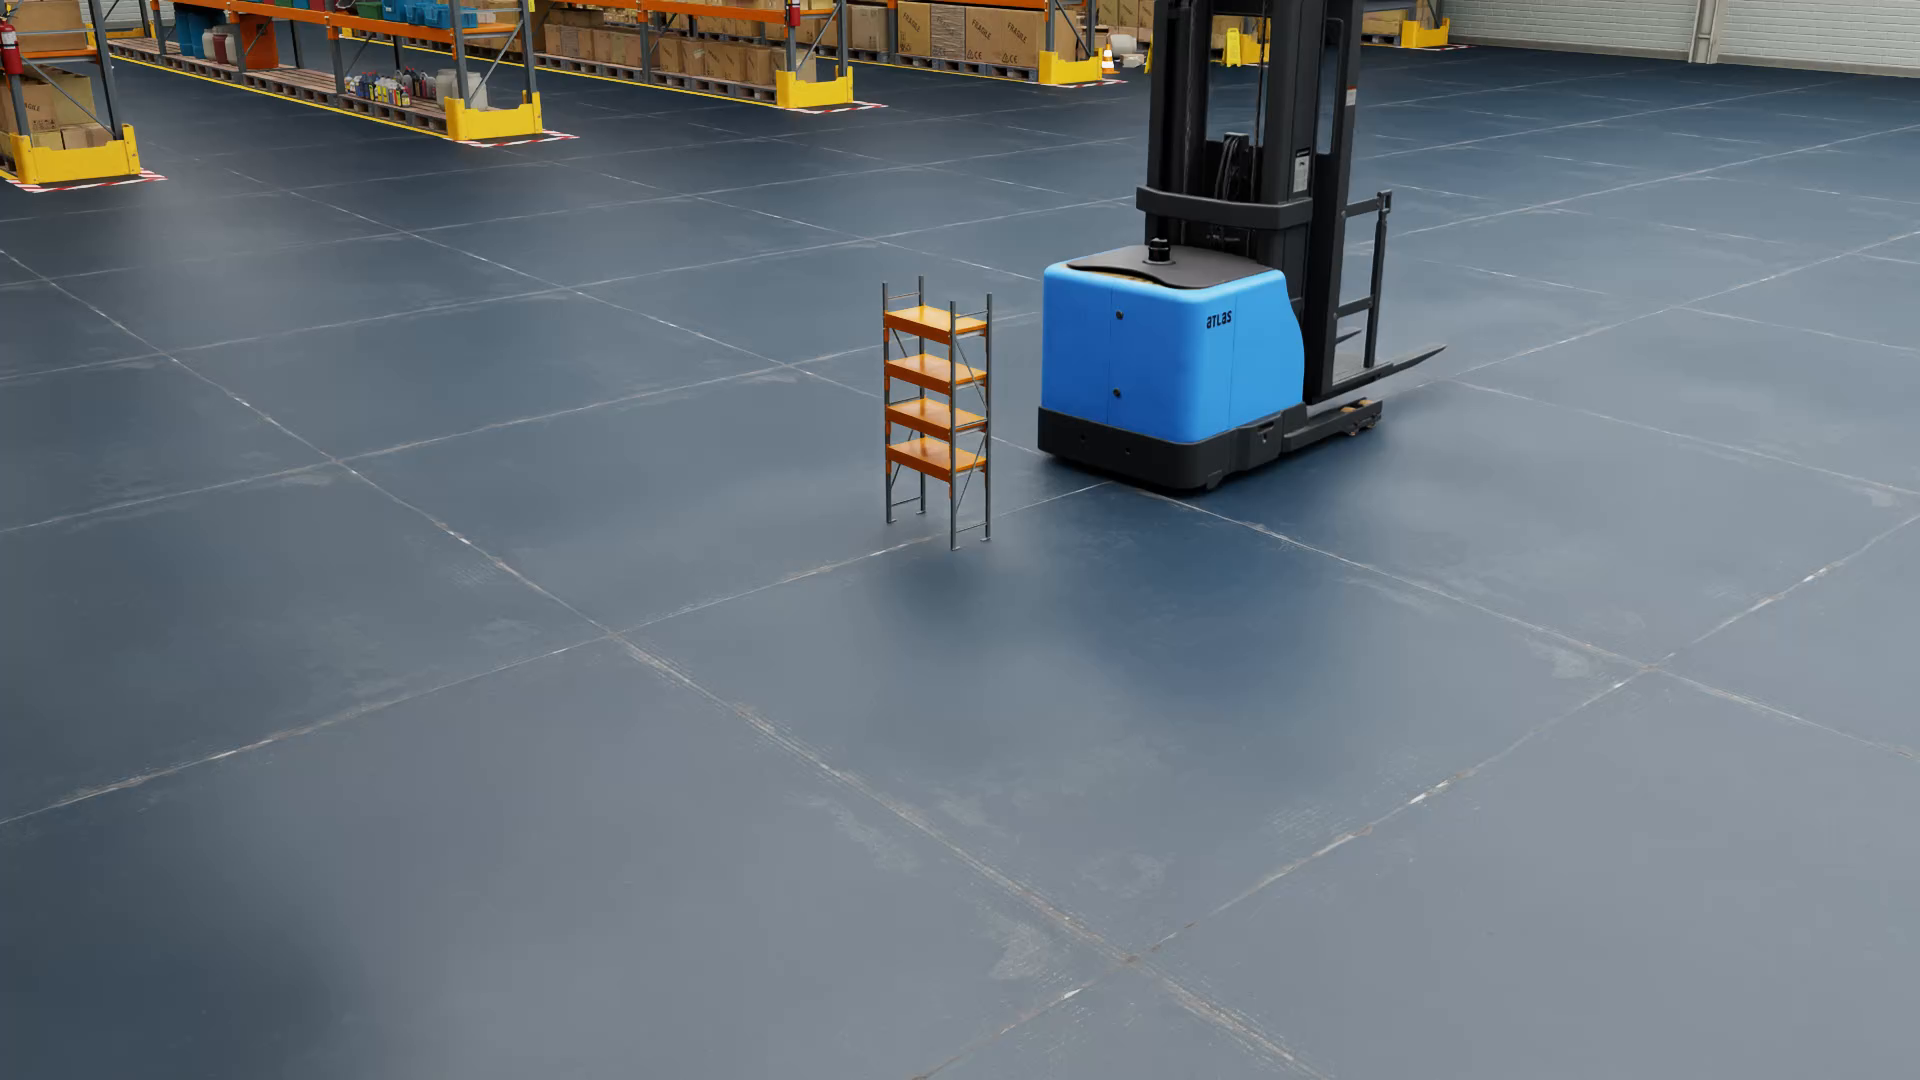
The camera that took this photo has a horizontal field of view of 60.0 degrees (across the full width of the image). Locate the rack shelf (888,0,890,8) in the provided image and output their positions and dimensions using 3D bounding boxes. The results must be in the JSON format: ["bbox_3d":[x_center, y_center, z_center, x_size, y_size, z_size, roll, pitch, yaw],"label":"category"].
[{"bbox_3d":[-2.139,-10.175,30.836,1.077,0.370,4.000,-17,27,-37],"label":"rack shelf"}]

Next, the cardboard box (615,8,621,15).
[{"bbox_3d":[-7.306,-11.565,36.322,0.380,0.149,0.250,-19,28,-40],"label":"cardboard box"}]

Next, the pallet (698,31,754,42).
[{"bbox_3d":[-4.745,-10.317,34.036,1.003,0.211,1.213,-17,27,-37],"label":"pallet"}]

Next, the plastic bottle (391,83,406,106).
[{"bbox_3d":[-7.473,-5.936,22.159,0.152,0.276,0.135,-17,27,-37],"label":"plastic bottle"}]

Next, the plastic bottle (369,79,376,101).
[{"bbox_3d":[-7.997,-6.136,22.659,0.061,0.283,0.133,-16,26,-35],"label":"plastic bottle"}]

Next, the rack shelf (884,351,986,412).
[{"bbox_3d":[-0.108,-0.750,7.825,0.258,0.148,0.480,-17,27,-37],"label":"rack shelf"}]

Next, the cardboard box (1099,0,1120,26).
[{"bbox_3d":[3.031,-10.201,32.082,0.500,0.500,0.500,-16,26,-35],"label":"cardboard box"}]

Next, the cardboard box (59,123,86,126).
[{"bbox_3d":[-10.064,-4.596,18.800,0.500,0.250,0.500,-17,27,-37],"label":"cardboard box"}]

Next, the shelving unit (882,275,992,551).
[{"bbox_3d":[-0.108,-0.604,7.882,0.258,1.200,0.503,-17,27,-37],"label":"shelving unit"}]

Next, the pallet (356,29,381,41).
[{"bbox_3d":[-11.909,-10.619,34.808,1.003,0.211,1.213,-17,27,-37],"label":"pallet"}]

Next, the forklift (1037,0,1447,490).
[{"bbox_3d":[1.800,-2.073,9.257,1.130,2.935,3.031,19,28,40],"label":"forklift"}]

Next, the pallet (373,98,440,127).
[{"bbox_3d":[-7.202,-5.794,22.489,1.003,0.211,1.213,-17,27,-37],"label":"pallet"}]

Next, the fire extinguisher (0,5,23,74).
[{"bbox_3d":[-9.828,-5.163,17.159,0.296,0.674,0.183,-17,27,-37],"label":"fire extinguisher"}]

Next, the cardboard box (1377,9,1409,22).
[{"bbox_3d":[8.665,-10.449,33.059,0.500,0.250,0.500,-18,28,-38],"label":"cardboard box"}]

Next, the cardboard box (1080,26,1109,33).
[{"bbox_3d":[2.519,-9.381,31.246,0.500,0.500,0.500,0,21,-1],"label":"cardboard box"}]

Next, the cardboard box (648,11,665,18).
[{"bbox_3d":[-6.502,-11.186,35.355,0.380,0.149,0.250,-17,27,-36],"label":"cardboard box"}]

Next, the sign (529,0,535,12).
[{"bbox_3d":[-5.378,-6.779,20.799,0.100,0.325,0.005,-17,27,-37],"label":"sign"}]

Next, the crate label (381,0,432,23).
[{"bbox_3d":[-7.204,-6.981,21.646,0.502,0.435,0.616,-17,27,-37],"label":"crate label"}]

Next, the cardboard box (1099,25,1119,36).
[{"bbox_3d":[3.031,-9.852,32.218,0.500,0.250,0.500,-19,28,-40],"label":"cardboard box"}]

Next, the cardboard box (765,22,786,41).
[{"bbox_3d":[-3.115,-10.021,31.965,1.050,0.750,0.750,-18,28,-38],"label":"cardboard box"}]

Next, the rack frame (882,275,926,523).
[{"bbox_3d":[-0.267,-0.672,8.054,0.240,1.200,0.015,-17,27,-37],"label":"rack frame"}]

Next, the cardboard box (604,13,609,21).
[{"bbox_3d":[-7.747,-11.566,36.734,0.380,0.149,0.250,-19,28,-40],"label":"cardboard box"}]

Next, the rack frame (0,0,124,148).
[{"bbox_3d":[-9.553,-5.342,17.511,1.000,3.000,0.127,-17,27,-37],"label":"rack frame"}]

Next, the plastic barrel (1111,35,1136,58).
[{"bbox_3d":[2.967,-9.069,30.559,0.512,0.421,0.421,0,21,-1],"label":"plastic barrel"}]

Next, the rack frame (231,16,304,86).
[{"bbox_3d":[-11.020,-8.731,26.162,1.000,3.000,0.127,-17,27,-37],"label":"rack frame"}]

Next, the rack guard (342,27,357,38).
[{"bbox_3d":[-12.505,-10.963,35.288,1.175,0.500,0.348,-17,27,-37],"label":"rack guard"}]

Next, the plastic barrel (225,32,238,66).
[{"bbox_3d":[-11.789,-8.034,27.218,0.421,0.512,0.421,0,21,0],"label":"plastic barrel"}]

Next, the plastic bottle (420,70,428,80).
[{"bbox_3d":[-7.434,-6.345,23.101,0.144,0.351,0.185,-18,27,-38],"label":"plastic bottle"}]

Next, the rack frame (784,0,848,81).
[{"bbox_3d":[-2.046,-7.700,23.529,1.000,3.000,0.127,-17,27,-37],"label":"rack frame"}]

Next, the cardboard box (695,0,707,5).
[{"bbox_3d":[-3.755,-8.145,25.012,0.380,0.149,0.250,-17,27,-37],"label":"cardboard box"}]

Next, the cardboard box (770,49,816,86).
[{"bbox_3d":[-2.441,-6.908,24.359,0.500,0.500,0.500,-12,24,-28],"label":"cardboard box"}]

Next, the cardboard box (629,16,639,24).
[{"bbox_3d":[-6.897,-11.212,35.831,0.380,0.149,0.250,-19,28,-39],"label":"cardboard box"}]

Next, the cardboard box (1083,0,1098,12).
[{"bbox_3d":[3.240,-12.690,39.121,0.500,0.500,0.500,-18,28,-38],"label":"cardboard box"}]

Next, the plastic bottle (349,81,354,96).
[{"bbox_3d":[-8.467,-6.307,23.207,0.097,0.201,0.097,0,21,0],"label":"plastic bottle"}]

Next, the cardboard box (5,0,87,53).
[{"bbox_3d":[-9.848,-5.521,17.830,0.700,0.500,0.500,-17,27,-37],"label":"cardboard box"}]

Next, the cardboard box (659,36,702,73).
[{"bbox_3d":[-4.426,-7.716,26.423,0.500,0.500,0.500,-18,28,-39],"label":"cardboard box"}]

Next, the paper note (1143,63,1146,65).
[{"bbox_3d":[3.337,-8.463,29.551,0.142,0.019,0.148,12,24,27],"label":"paper note"}]

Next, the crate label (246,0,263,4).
[{"bbox_3d":[-10.576,-8.408,25.290,0.502,0.435,0.616,-17,27,-37],"label":"crate label"}]

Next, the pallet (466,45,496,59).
[{"bbox_3d":[-8.518,-9.184,31.143,1.003,0.211,1.213,-17,27,-37],"label":"pallet"}]

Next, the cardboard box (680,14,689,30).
[{"bbox_3d":[-5.427,-10.786,34.262,0.500,0.500,0.500,-16,26,-35],"label":"cardboard box"}]

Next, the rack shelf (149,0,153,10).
[{"bbox_3d":[-14.937,-10.053,30.525,1.077,0.370,4.000,-17,27,-37],"label":"rack shelf"}]

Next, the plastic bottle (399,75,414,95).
[{"bbox_3d":[-7.741,-6.358,23.235,0.152,0.276,0.135,-17,27,-37],"label":"plastic bottle"}]

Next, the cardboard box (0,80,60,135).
[{"bbox_3d":[-10.129,-4.684,17.996,0.500,0.500,0.500,-17,27,-37],"label":"cardboard box"}]

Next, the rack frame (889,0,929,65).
[{"bbox_3d":[-0.833,-9.957,29.294,1.000,3.000,0.127,-17,27,-37],"label":"rack frame"}]

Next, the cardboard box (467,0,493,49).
[{"bbox_3d":[-8.279,-9.560,30.616,1.225,0.875,0.875,-17,27,-37],"label":"cardboard box"}]

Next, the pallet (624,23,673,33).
[{"bbox_3d":[-6.521,-11.046,35.898,1.003,0.211,1.213,-17,27,-37],"label":"pallet"}]

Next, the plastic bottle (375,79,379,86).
[{"bbox_3d":[-7.949,-6.154,22.722,0.097,0.271,0.097,0,21,0],"label":"plastic bottle"}]

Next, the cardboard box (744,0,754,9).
[{"bbox_3d":[-2.905,-7.811,24.158,0.380,0.149,0.250,-17,27,-37],"label":"cardboard box"}]

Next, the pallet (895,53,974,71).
[{"bbox_3d":[-0.396,-8.430,29.219,1.003,0.211,1.213,-17,27,-37],"label":"pallet"}]

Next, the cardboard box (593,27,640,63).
[{"bbox_3d":[-5.704,-8.311,27.915,0.500,0.500,0.700,20,29,41],"label":"cardboard box"}]

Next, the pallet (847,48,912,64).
[{"bbox_3d":[-1.394,-8.854,30.301,1.003,0.211,1.213,-17,27,-37],"label":"pallet"}]
